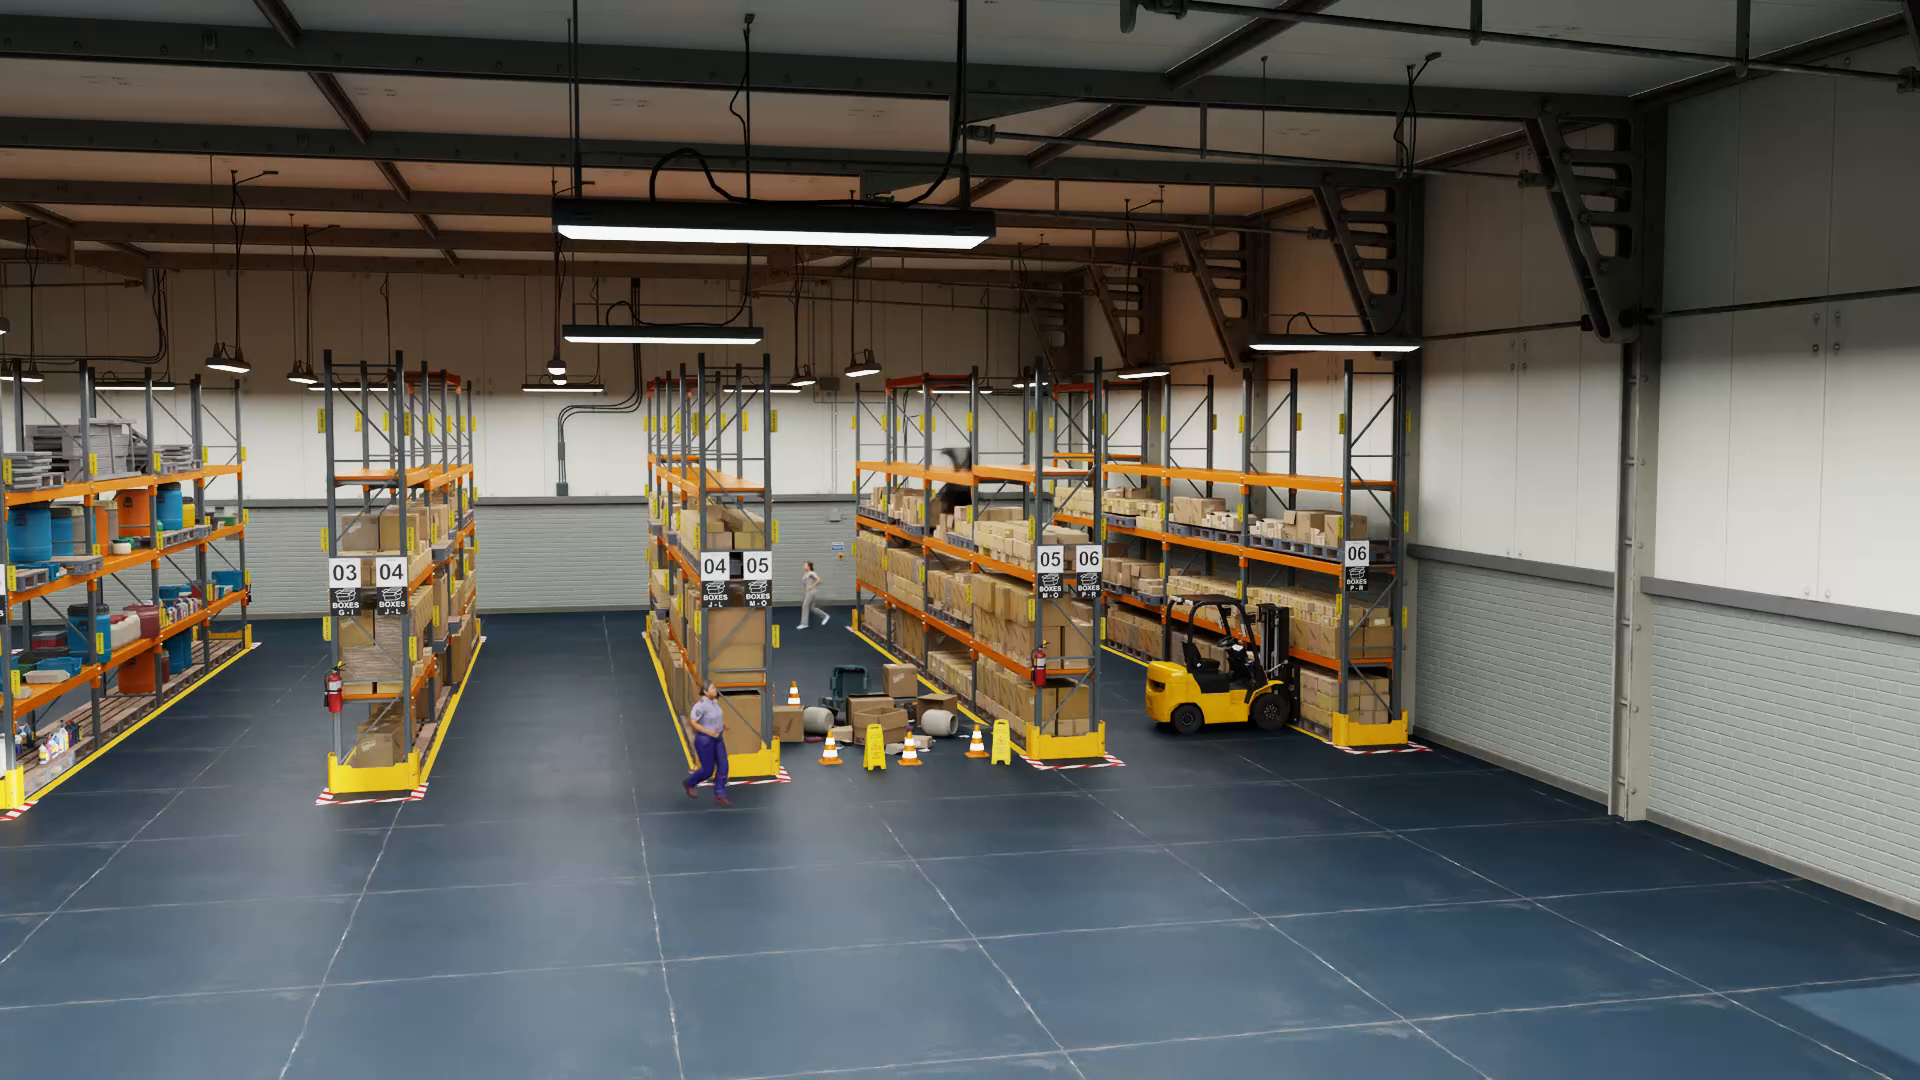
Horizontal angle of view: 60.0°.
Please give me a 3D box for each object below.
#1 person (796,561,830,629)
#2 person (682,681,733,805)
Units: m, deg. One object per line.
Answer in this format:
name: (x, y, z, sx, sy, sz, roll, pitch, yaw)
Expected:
person: (-3.671, 1.340, 41.066, 0.888, 1.642, 0.595, -2, 4, -23)
person: (-3.346, 2.686, 21.944, 0.742, 1.665, 0.654, 2, 4, 21)
